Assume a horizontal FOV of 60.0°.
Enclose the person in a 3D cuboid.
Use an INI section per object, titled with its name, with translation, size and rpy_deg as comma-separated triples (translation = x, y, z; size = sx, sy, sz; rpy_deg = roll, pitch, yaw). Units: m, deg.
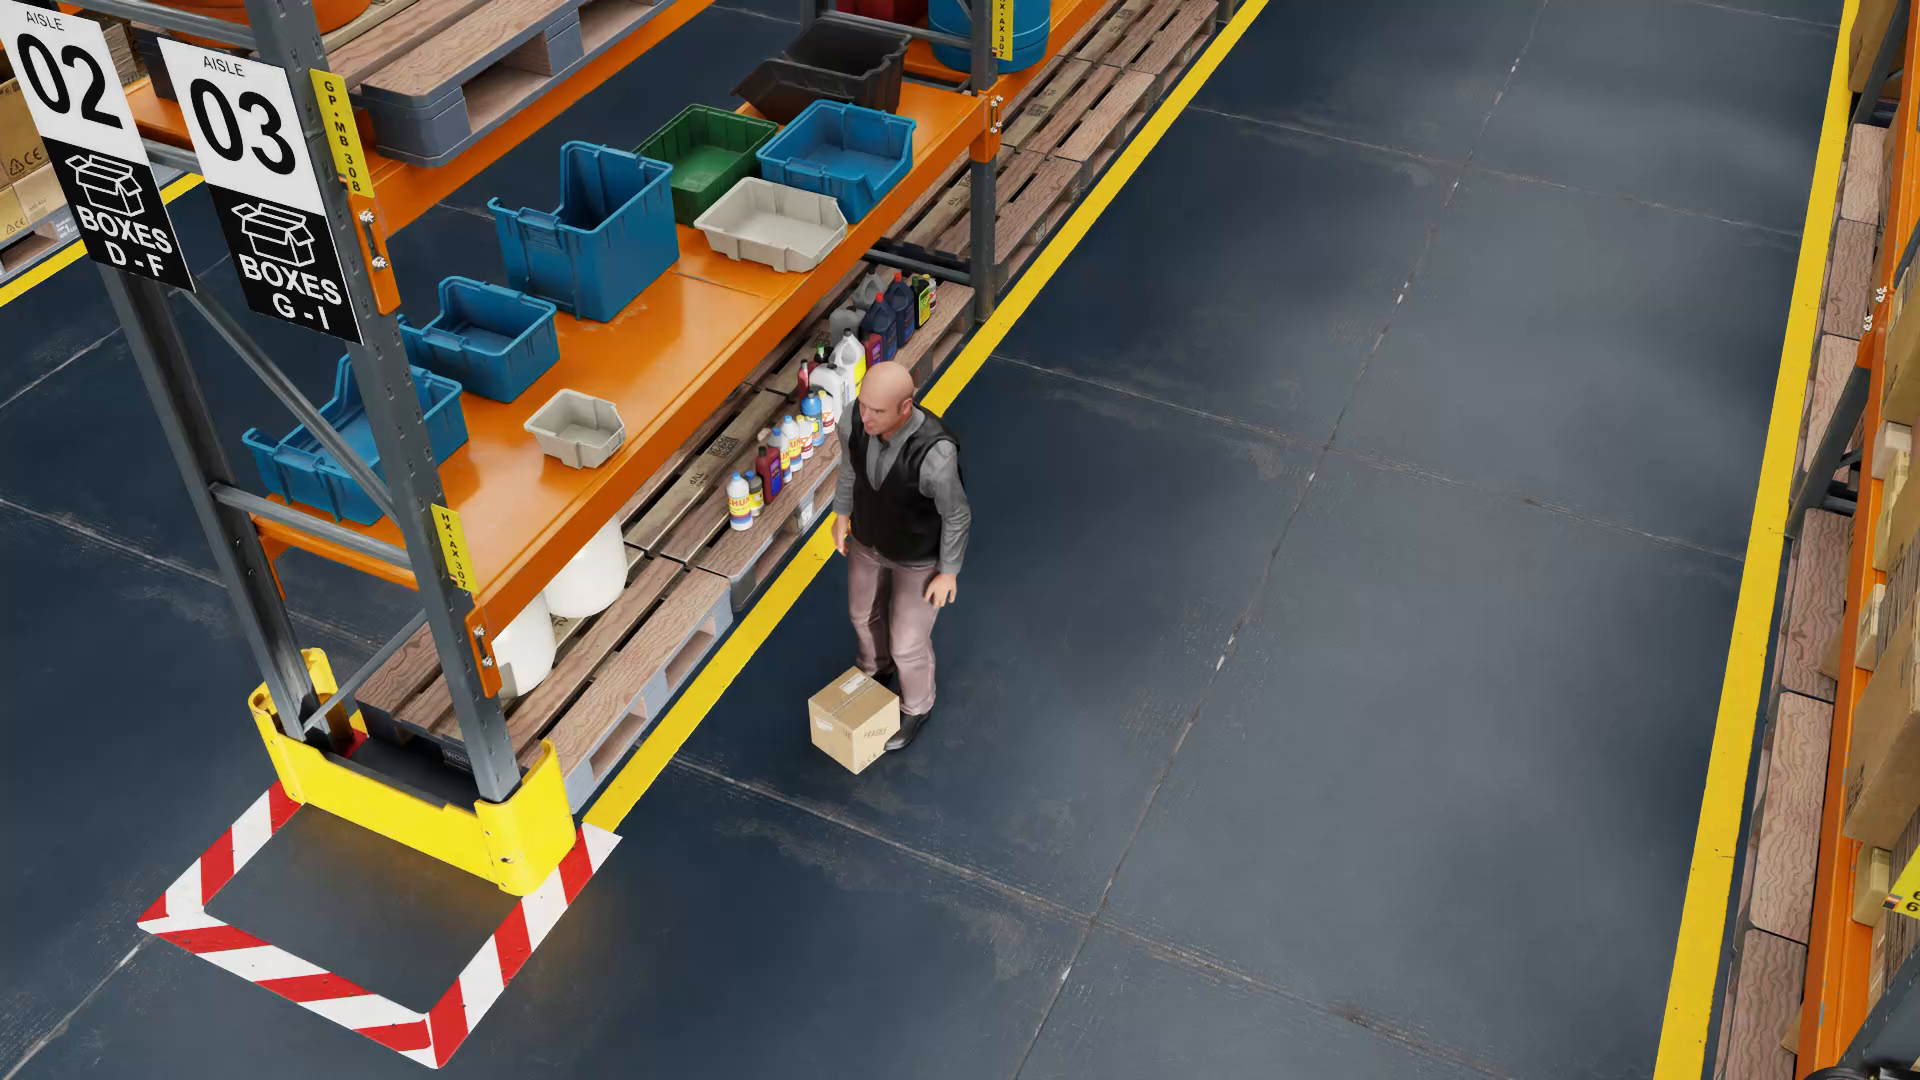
[person]
translation = -0.232, 0.032, 6.141
size = 0.594, 1.721, 0.470
rpy_deg = 30, 50, 29
